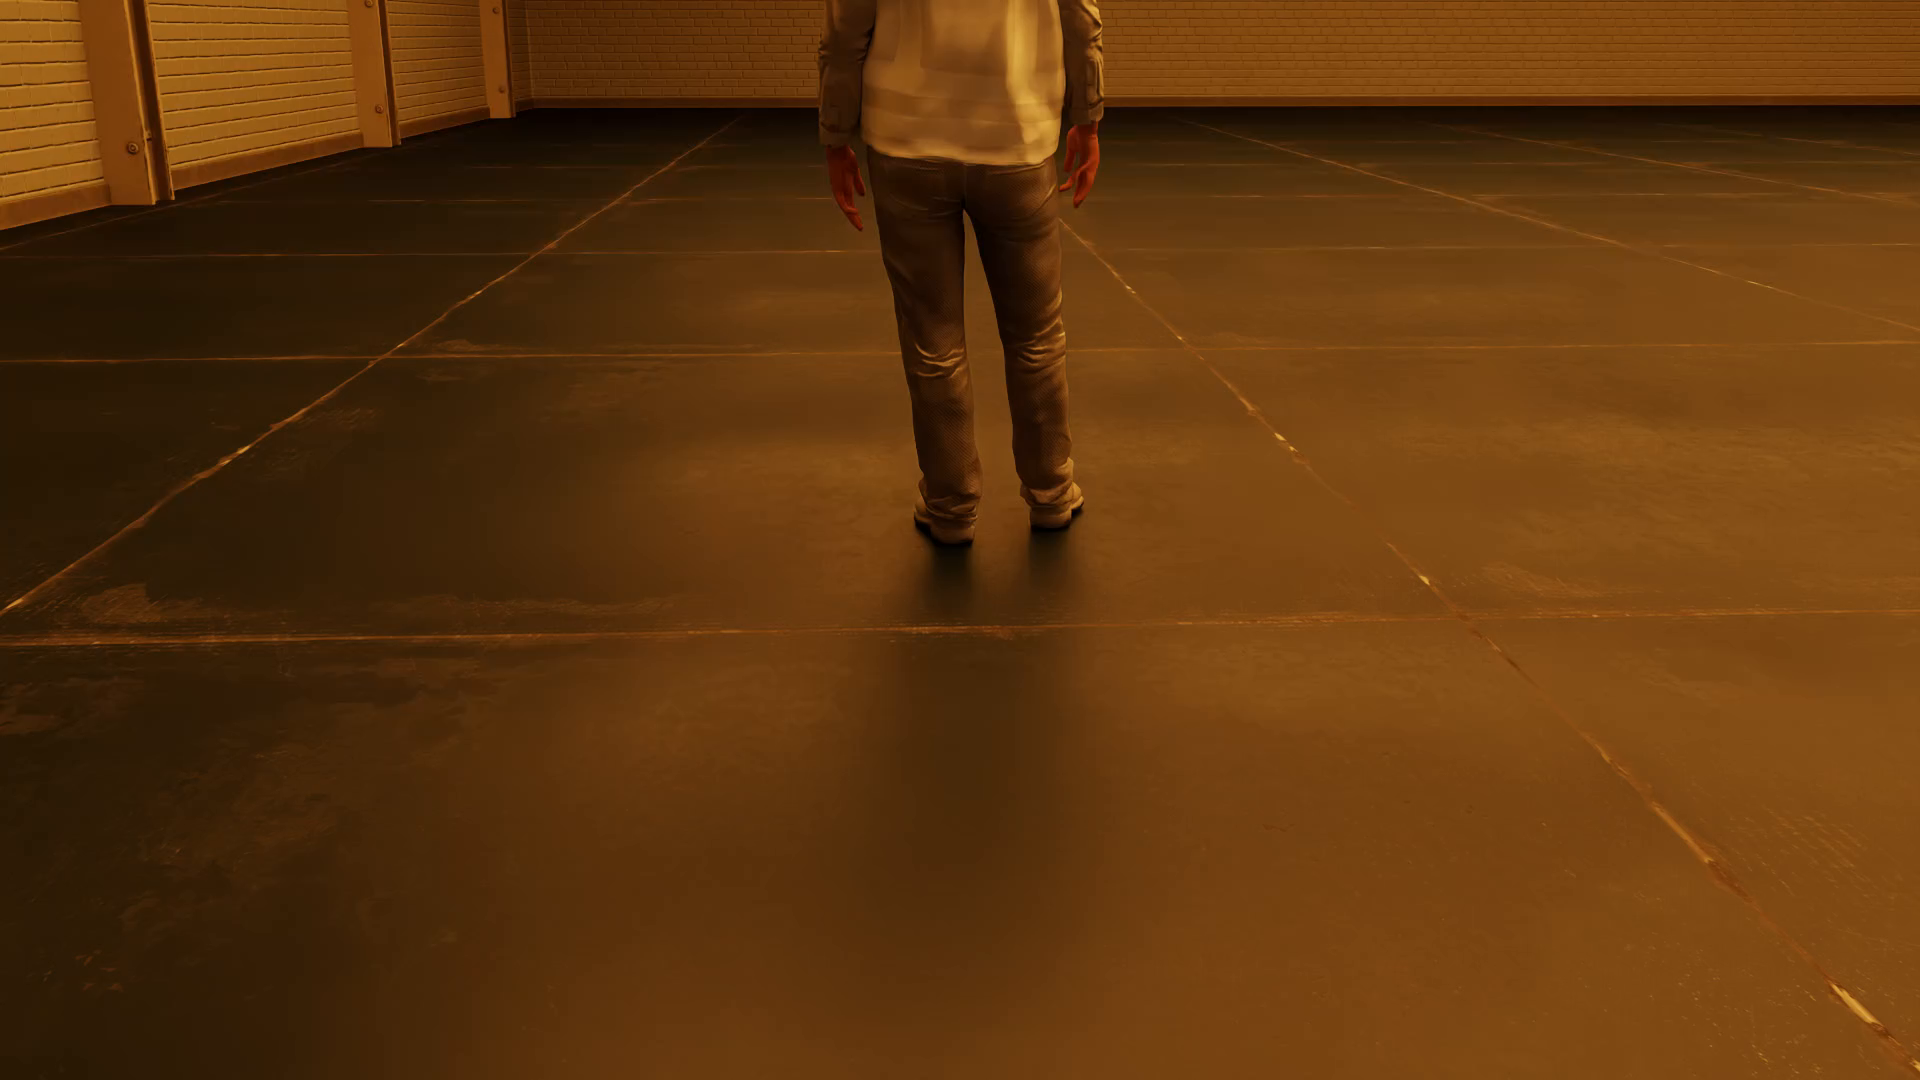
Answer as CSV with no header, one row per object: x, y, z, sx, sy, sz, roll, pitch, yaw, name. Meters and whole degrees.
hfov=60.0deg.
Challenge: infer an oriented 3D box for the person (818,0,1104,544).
0.005,-0.874,3.716,0.632,1.773,0.568,-1,17,-3,person
